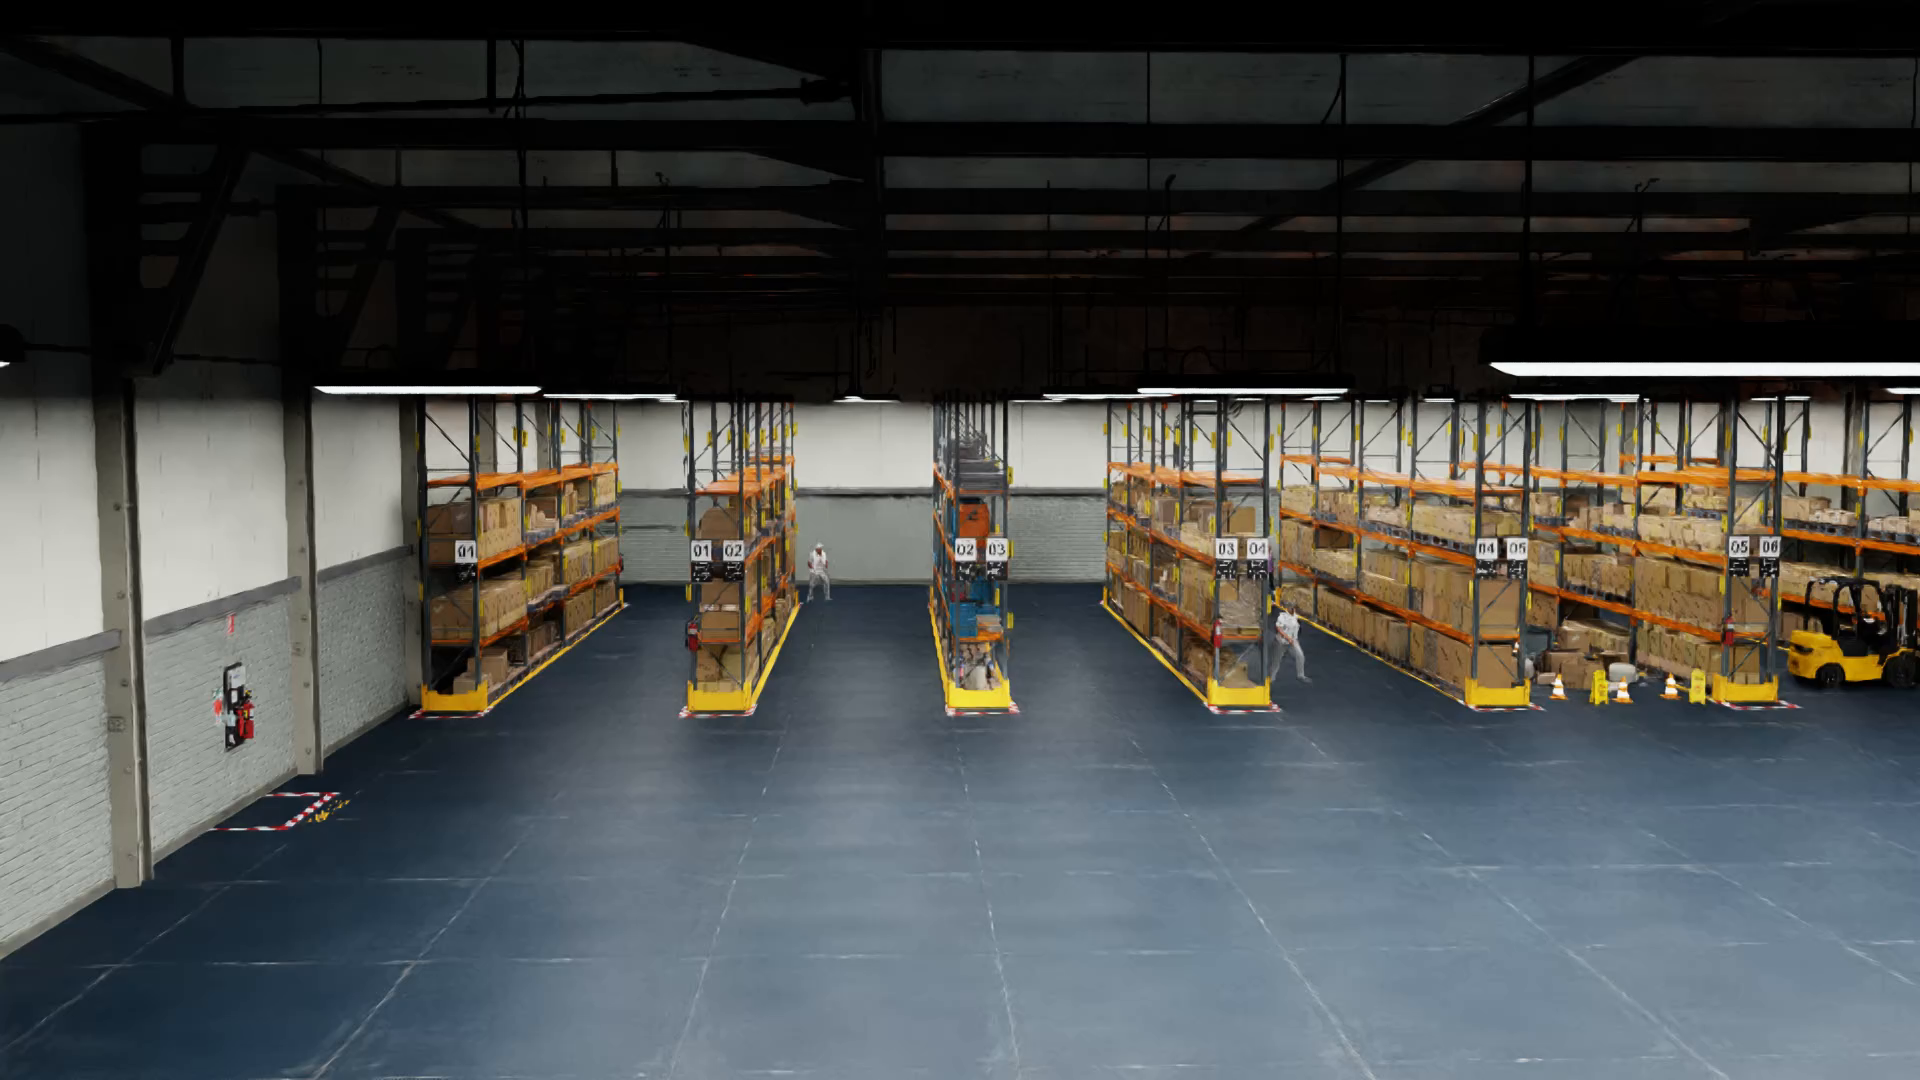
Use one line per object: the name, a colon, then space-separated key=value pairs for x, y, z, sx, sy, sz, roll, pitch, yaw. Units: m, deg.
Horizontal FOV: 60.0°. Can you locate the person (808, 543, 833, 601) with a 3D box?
person: x=-4.110 y=0.923 z=48.231 sx=0.691 sy=1.722 sz=0.777 roll=-2 pitch=5 yaw=-24

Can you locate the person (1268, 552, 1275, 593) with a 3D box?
person: x=9.246 y=0.998 z=49.807 sx=0.423 sy=1.320 sz=0.883 roll=2 pitch=5 yaw=21

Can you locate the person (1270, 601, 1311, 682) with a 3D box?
person: x=6.797 y=2.067 z=34.339 sx=0.644 sy=1.697 sz=0.807 roll=-2 pitch=5 yaw=-23
